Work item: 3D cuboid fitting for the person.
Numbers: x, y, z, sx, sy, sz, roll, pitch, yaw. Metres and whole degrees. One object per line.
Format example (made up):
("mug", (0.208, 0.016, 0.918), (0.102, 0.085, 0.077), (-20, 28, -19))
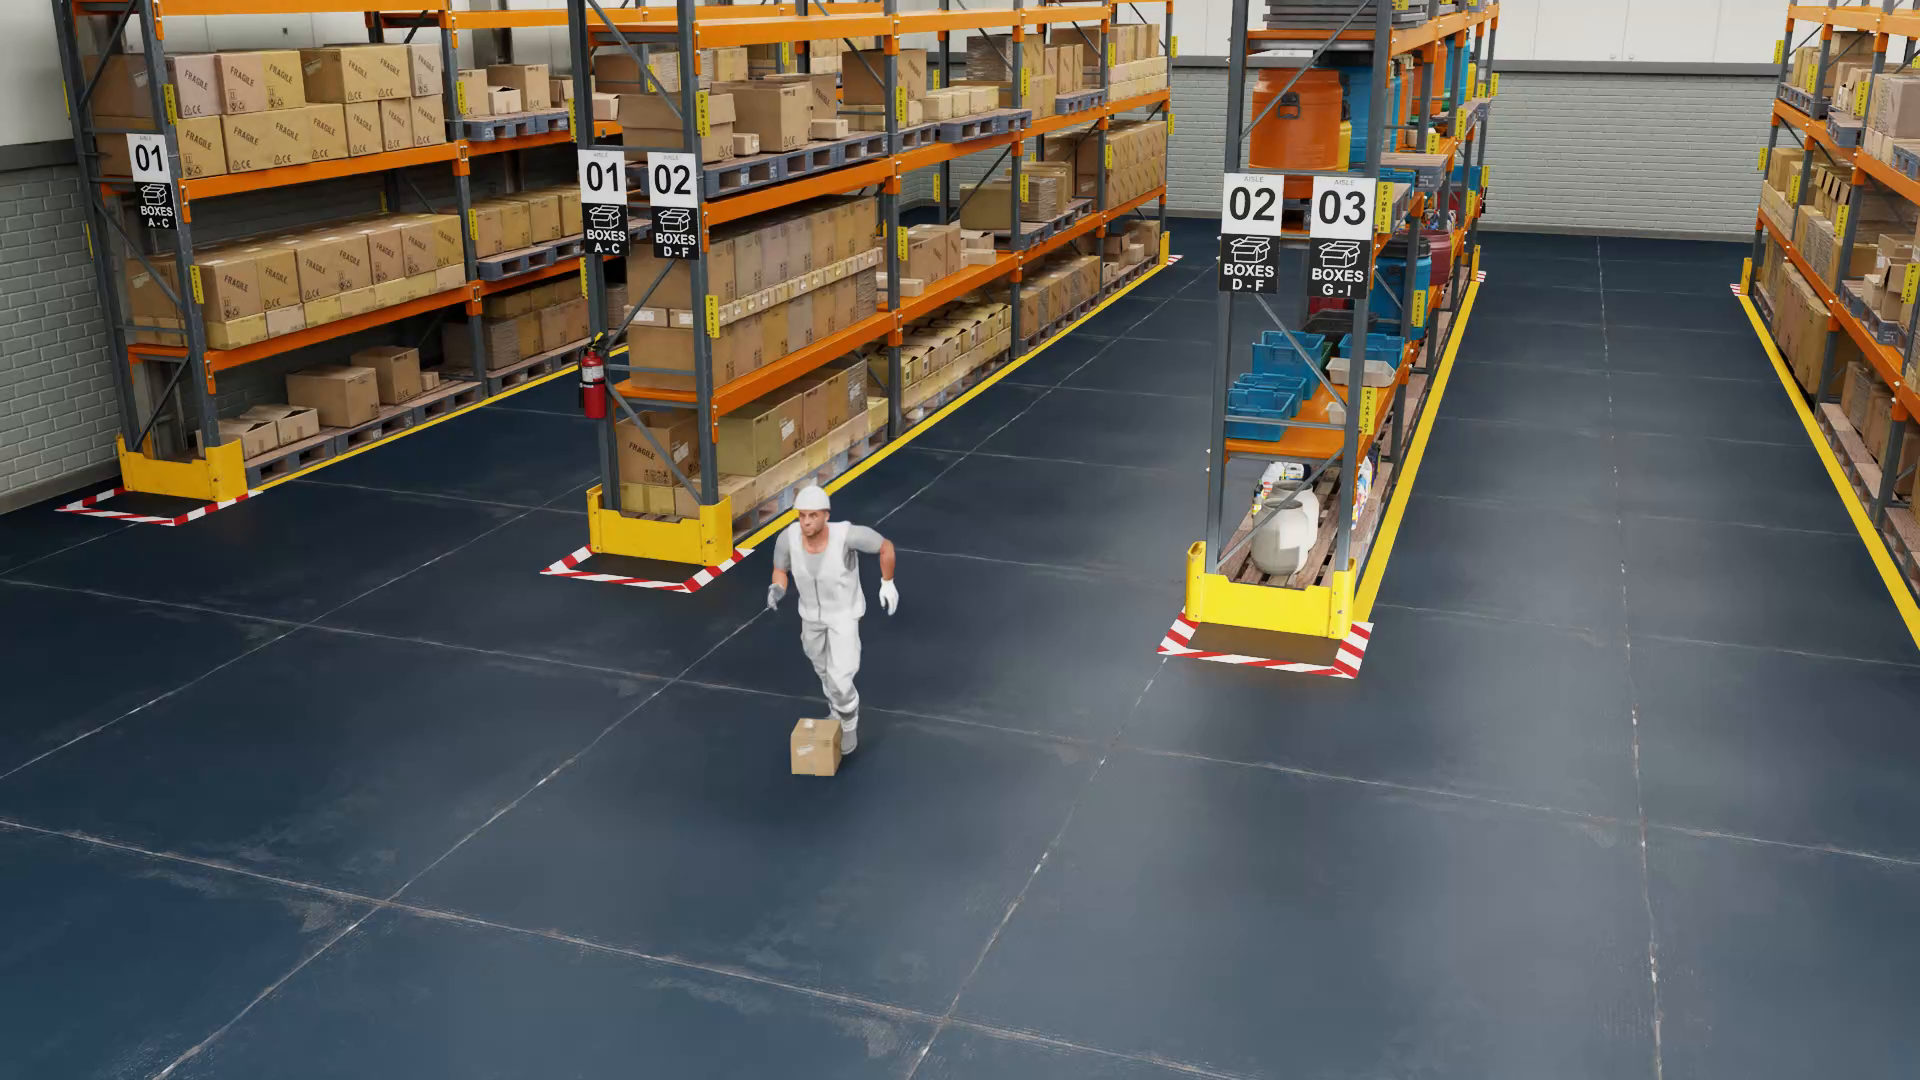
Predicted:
("person", (-0.762, 0.461, 9.745), (0.662, 1.697, 0.897), (8, 20, 23))
